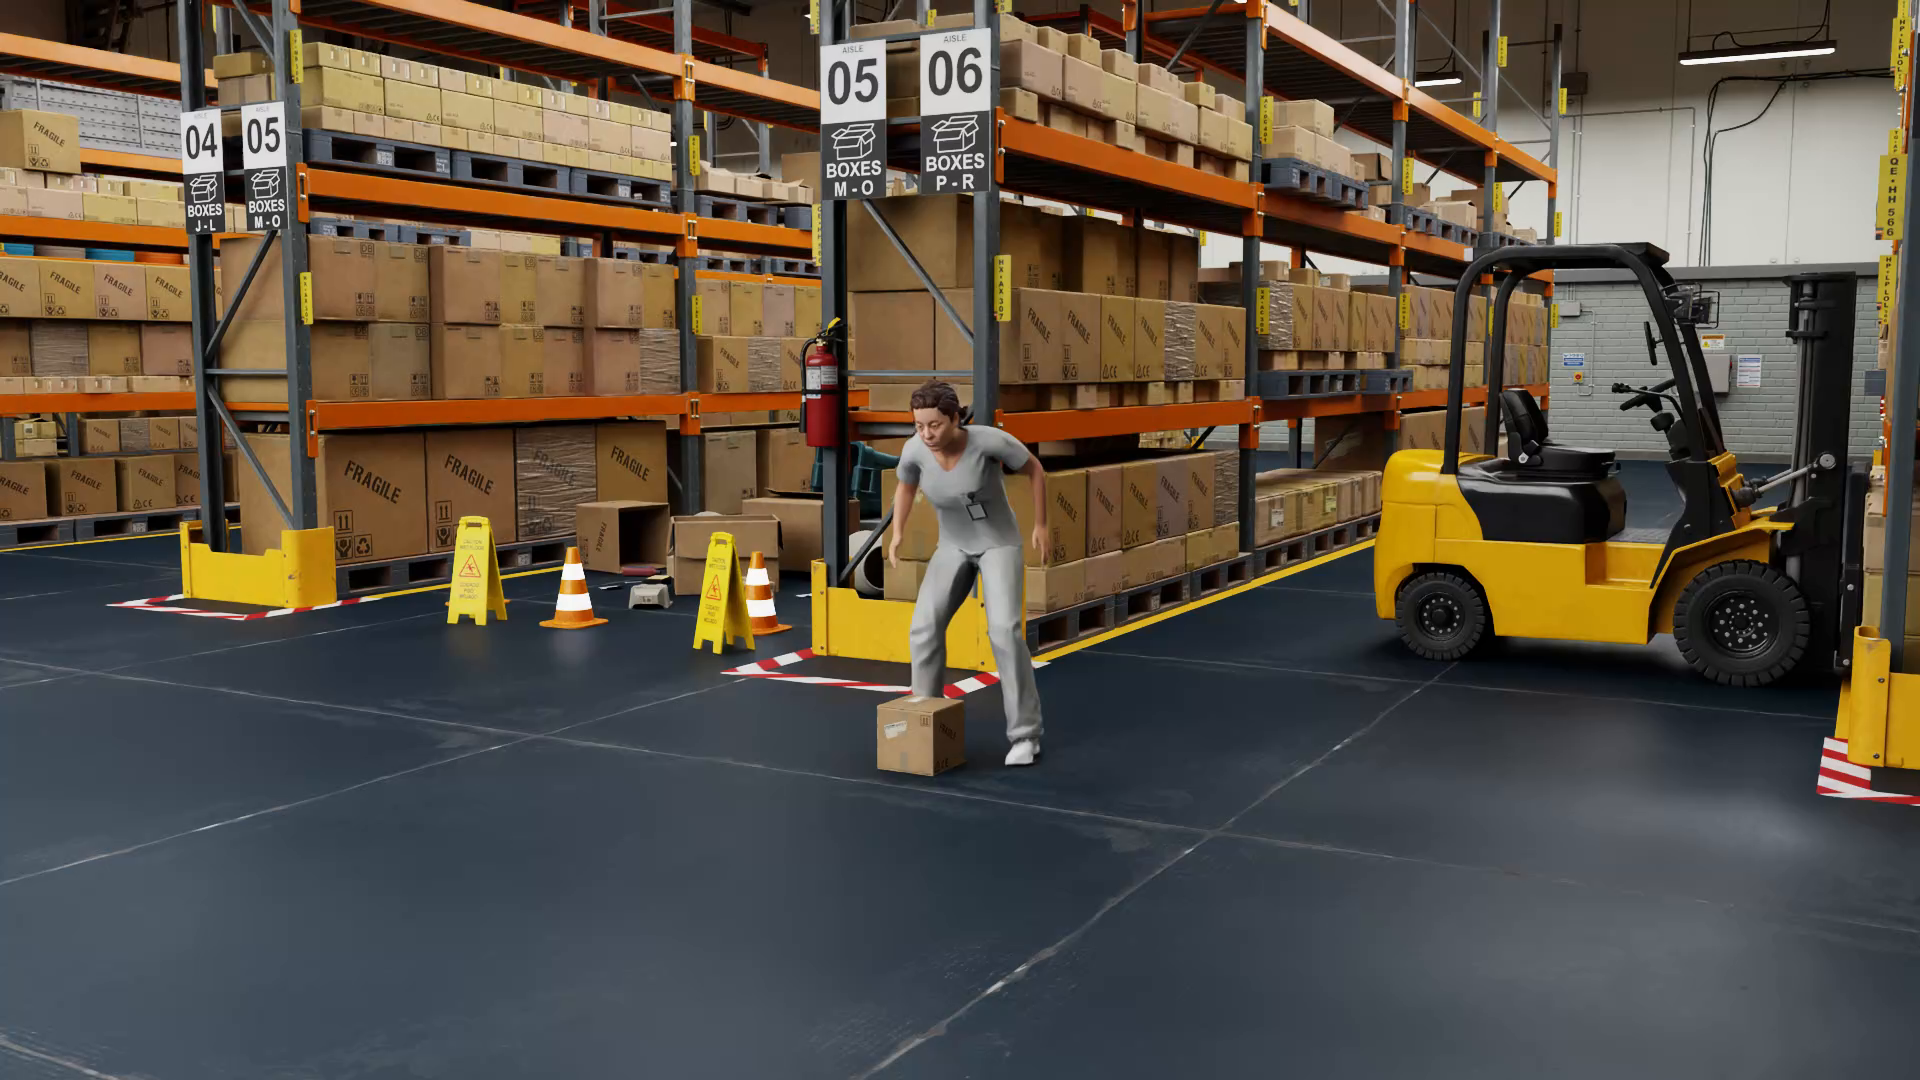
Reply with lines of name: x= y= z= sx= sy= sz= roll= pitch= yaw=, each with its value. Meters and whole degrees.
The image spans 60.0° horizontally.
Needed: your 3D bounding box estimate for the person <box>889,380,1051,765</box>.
person: x=0.015 y=0.113 z=6.641 sx=0.651 sy=1.499 sz=0.626 roll=2 pitch=6 yaw=21
